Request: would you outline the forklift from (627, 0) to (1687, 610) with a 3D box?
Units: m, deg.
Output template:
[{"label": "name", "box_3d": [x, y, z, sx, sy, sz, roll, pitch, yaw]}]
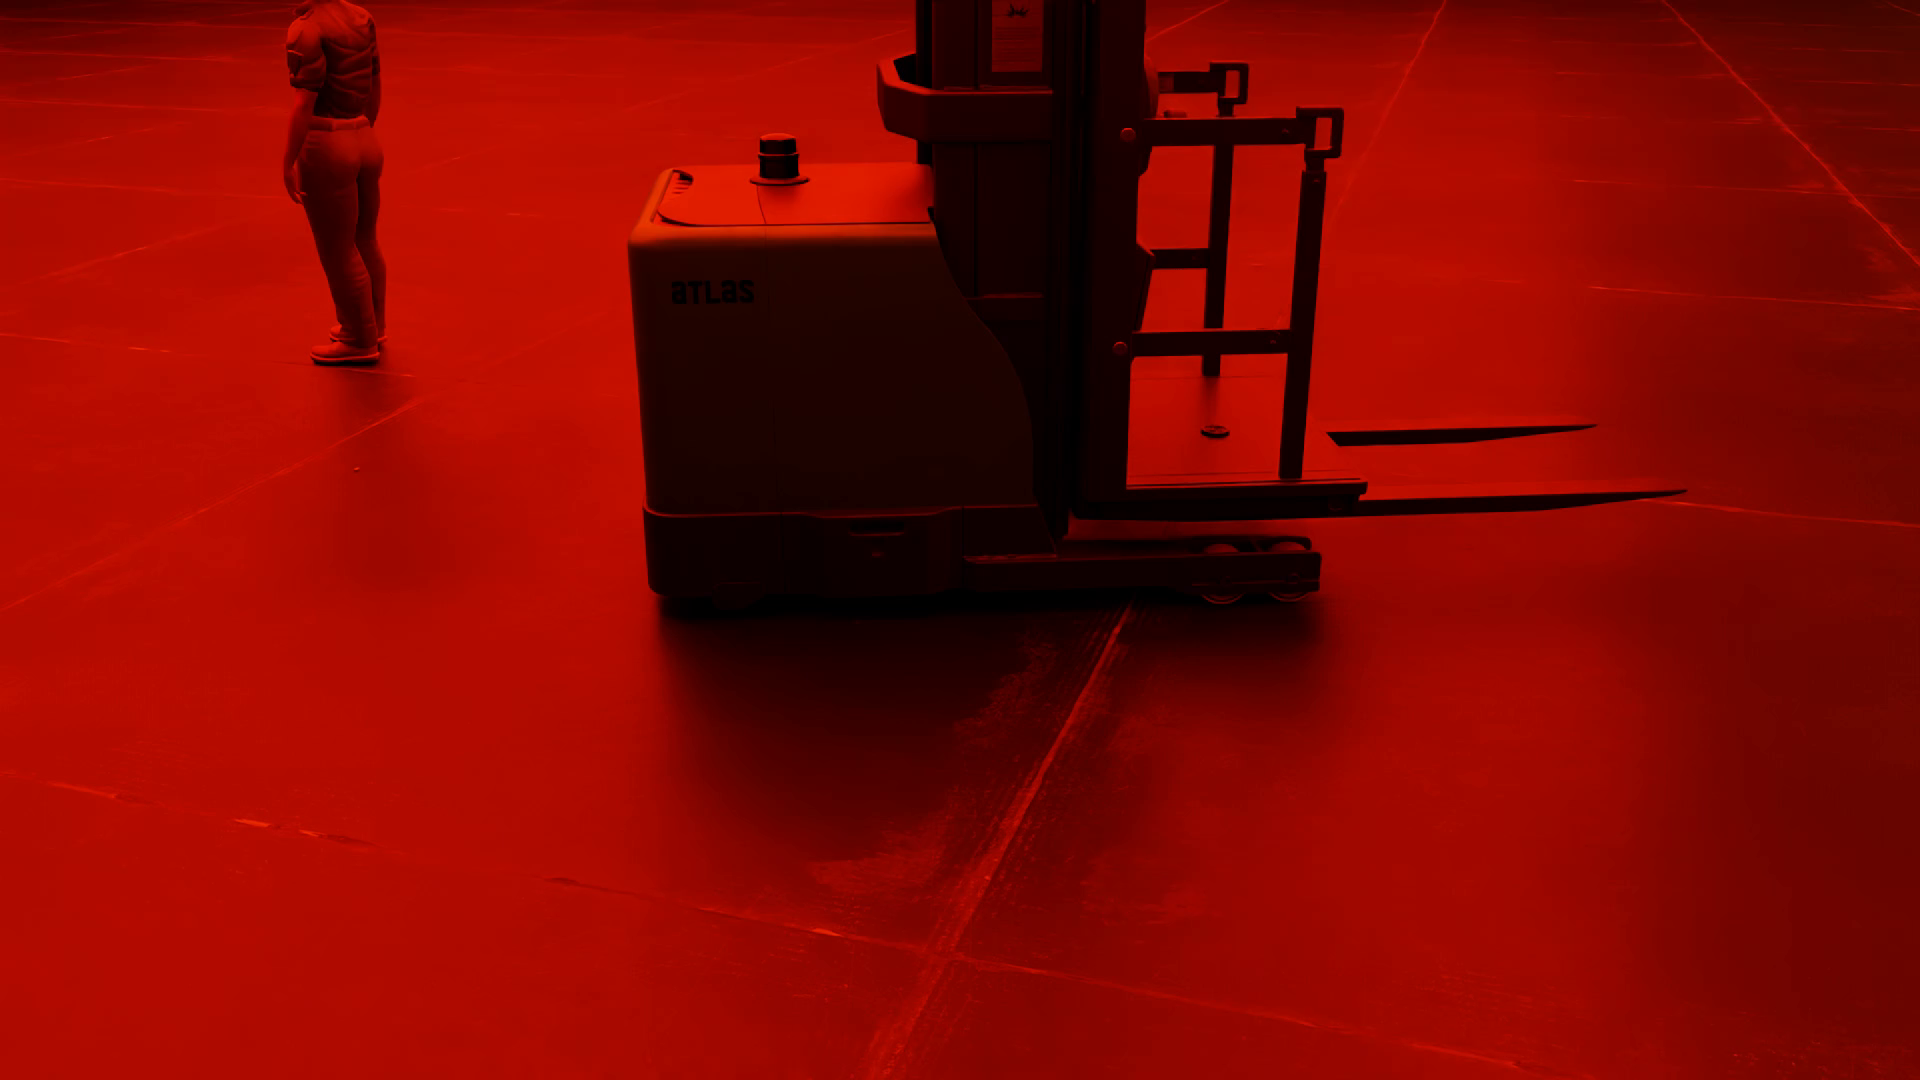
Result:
[{"label": "forklift", "box_3d": [0.606, -1.374, 4.608, 3.031, 2.935, 1.130, -2, 23, -4]}]

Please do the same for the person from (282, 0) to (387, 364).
[{"label": "person", "box_3d": [-2.546, -1.527, 6.633, 0.503, 1.656, 0.570, 6, 23, 15]}]
